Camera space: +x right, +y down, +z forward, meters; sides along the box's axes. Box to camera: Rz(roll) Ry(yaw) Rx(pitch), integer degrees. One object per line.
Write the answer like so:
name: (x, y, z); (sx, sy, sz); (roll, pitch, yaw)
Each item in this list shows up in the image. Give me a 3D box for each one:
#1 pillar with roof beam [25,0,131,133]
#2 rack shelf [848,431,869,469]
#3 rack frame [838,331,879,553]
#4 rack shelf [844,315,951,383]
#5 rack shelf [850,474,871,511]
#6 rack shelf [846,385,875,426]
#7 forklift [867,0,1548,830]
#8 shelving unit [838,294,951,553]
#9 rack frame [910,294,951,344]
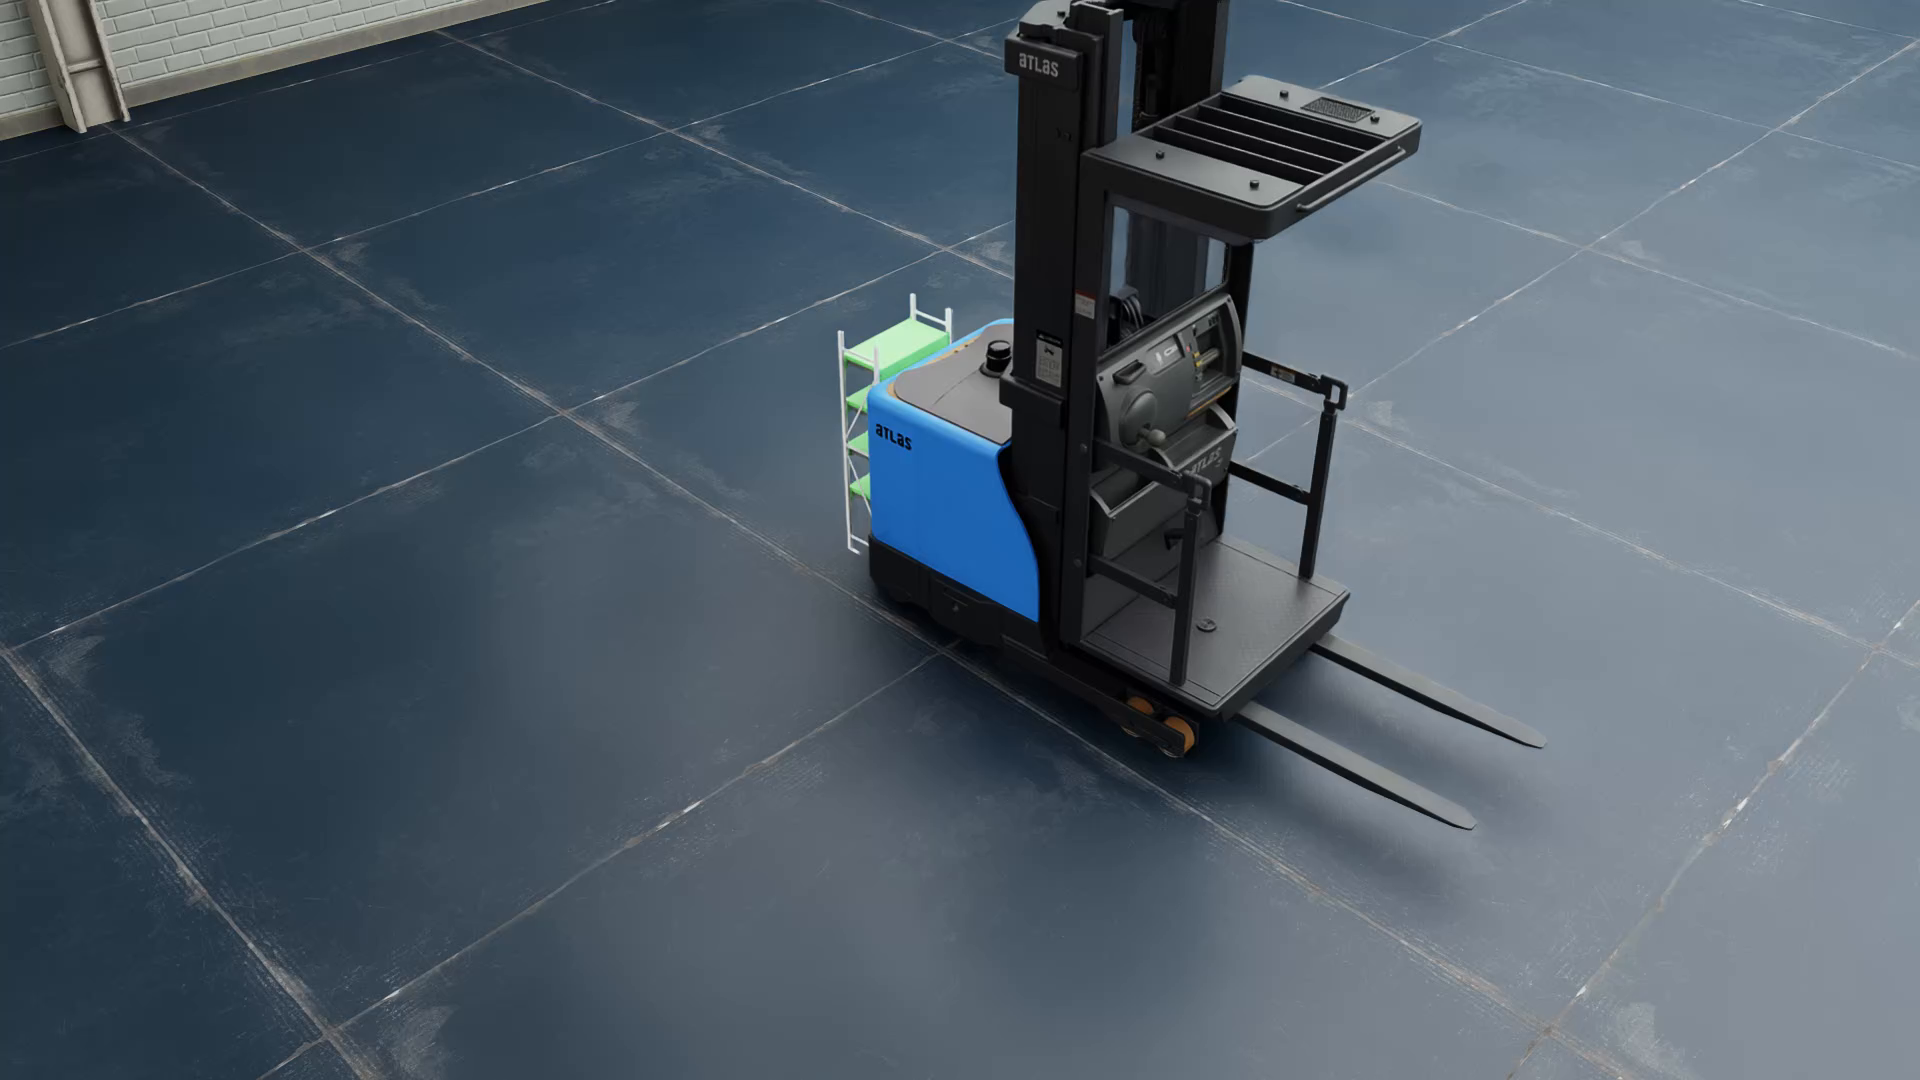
pillar with roof beam: (-3.641, -5.205, 7.847); (9.100, 9.000, 0.400); (30, 45, 35)
rack shelf: (-0.297, -0.459, 7.972); (0.258, 0.148, 0.480); (26, 43, 32)
rack frame: (-0.456, -0.406, 7.783); (0.240, 1.200, 0.015); (26, 43, 32)
rack shelf: (-0.297, -0.853, 7.697); (0.258, 0.148, 0.480); (26, 43, 32)
rack shelf: (-0.297, -0.263, 8.109); (0.258, 0.148, 0.480); (26, 43, 32)
rack shelf: (-0.297, -0.656, 7.834); (0.258, 0.148, 0.480); (26, 43, 32)
forklift: (1.012, -0.637, 6.601); (3.031, 2.935, 1.130); (27, 43, 33)
shelving unit: (-0.297, -0.512, 7.935); (0.258, 1.200, 0.503); (26, 43, 32)
rack frame: (-0.138, -0.618, 8.087); (0.240, 1.200, 0.015); (26, 43, 32)
